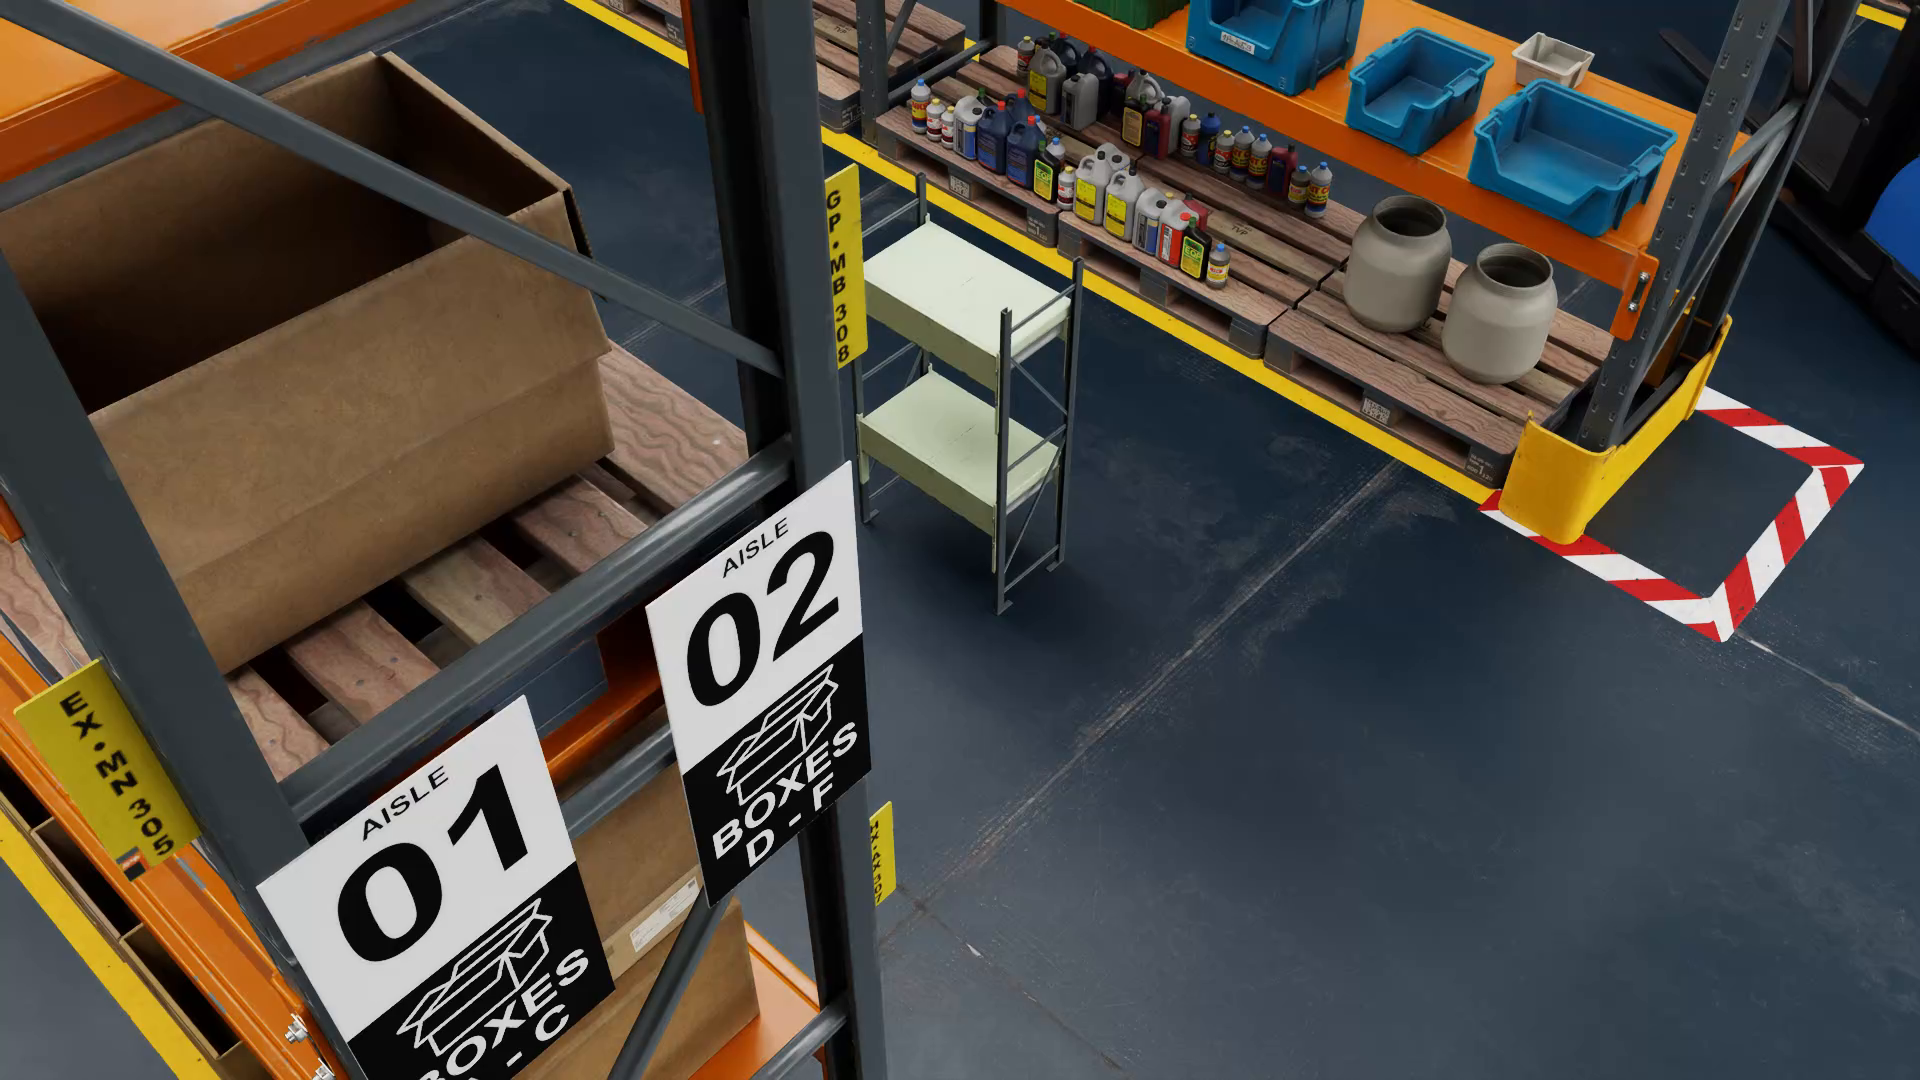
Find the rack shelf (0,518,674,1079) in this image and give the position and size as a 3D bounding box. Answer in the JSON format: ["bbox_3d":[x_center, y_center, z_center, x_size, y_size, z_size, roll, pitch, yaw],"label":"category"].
[{"bbox_3d":[-2.023,-0.491,3.589,4.000,0.370,1.077,34,55,28],"label":"rack shelf"}]

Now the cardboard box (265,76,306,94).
[{"bbox_3d":[-1.588,-0.942,3.066,0.500,0.500,0.500,34,55,28],"label":"cardboard box"}]

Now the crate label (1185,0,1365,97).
[{"bbox_3d":[1.273,-2.150,6.687,0.616,0.435,0.502,34,55,28],"label":"crate label"}]

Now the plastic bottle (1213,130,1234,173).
[{"bbox_3d":[1.290,-1.897,8.091,0.097,0.201,0.097,0,47,0],"label":"plastic bottle"}]

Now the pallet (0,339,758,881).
[{"bbox_3d":[-1.055,-0.081,2.772,1.213,0.211,1.003,34,55,28],"label":"pallet"}]

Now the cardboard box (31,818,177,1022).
[{"bbox_3d":[-2.261,0.979,4.857,0.500,0.500,0.500,34,55,28],"label":"cardboard box"}]

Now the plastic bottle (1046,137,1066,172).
[{"bbox_3d":[0.453,-1.800,7.952,0.097,0.271,0.097,0,47,0],"label":"plastic bottle"}]

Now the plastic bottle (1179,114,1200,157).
[{"bbox_3d":[1.139,-1.999,8.187,0.097,0.201,0.097,0,47,0],"label":"plastic bottle"}]

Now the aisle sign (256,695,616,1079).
[{"bbox_3d":[-0.704,0.579,2.366,0.004,0.787,0.394,34,55,28],"label":"aisle sign"}]

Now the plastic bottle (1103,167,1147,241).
[{"bbox_3d":[0.769,-1.578,7.689,0.144,0.351,0.185,-36,56,-29],"label":"plastic bottle"}]

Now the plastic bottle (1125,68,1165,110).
[{"bbox_3d":[0.917,-2.176,8.251,0.185,0.351,0.144,34,55,27],"label":"plastic bottle"}]

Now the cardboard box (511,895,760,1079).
[{"bbox_3d":[-0.888,1.007,3.679,0.500,0.500,0.700,34,55,28],"label":"cardboard box"}]

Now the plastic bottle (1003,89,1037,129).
[{"bbox_3d":[0.279,-2.051,8.133,0.185,0.351,0.144,34,55,28],"label":"plastic bottle"}]

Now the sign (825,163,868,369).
[{"bbox_3d":[-0.172,-0.369,2.327,0.005,0.325,0.100,34,55,28],"label":"sign"}]

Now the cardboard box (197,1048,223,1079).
[{"bbox_3d":[-1.892,1.482,4.899,0.500,0.250,0.500,34,55,28],"label":"cardboard box"}]

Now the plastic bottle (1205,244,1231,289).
[{"bbox_3d":[1.162,-1.239,7.474,0.097,0.201,0.097,0,47,0],"label":"plastic bottle"}]

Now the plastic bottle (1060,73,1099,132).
[{"bbox_3d":[0.597,-2.218,8.342,0.135,0.276,0.152,34,55,28],"label":"plastic bottle"}]

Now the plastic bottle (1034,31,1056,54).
[{"bbox_3d":[0.447,-2.511,8.611,0.061,0.283,0.133,-36,56,-29],"label":"plastic bottle"}]

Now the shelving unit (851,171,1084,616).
[{"bbox_3d":[0.005,-0.510,6.200,0.755,1.500,0.431,34,55,28],"label":"shelving unit"}]

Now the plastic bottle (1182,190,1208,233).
[{"bbox_3d":[1.067,-1.464,7.628,0.133,0.283,0.061,34,55,28],"label":"plastic bottle"}]

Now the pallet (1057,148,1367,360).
[{"bbox_3d":[1.236,-1.439,7.956,1.213,0.211,1.003,34,55,28],"label":"pallet"}]

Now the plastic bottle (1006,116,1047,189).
[{"bbox_3d":[0.320,-1.880,7.973,0.185,0.351,0.144,32,54,26],"label":"plastic bottle"}]

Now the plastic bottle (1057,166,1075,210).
[{"bbox_3d":[0.512,-1.676,7.884,0.097,0.201,0.097,0,47,0],"label":"plastic bottle"}]

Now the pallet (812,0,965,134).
[{"bbox_3d":[-0.734,-2.764,9.200,1.213,0.211,1.003,34,55,28],"label":"pallet"}]

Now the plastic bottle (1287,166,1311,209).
[{"bbox_3d":[1.612,-1.680,7.888,0.097,0.201,0.097,0,47,0],"label":"plastic bottle"}]

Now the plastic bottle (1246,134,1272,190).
[{"bbox_3d":[1.436,-1.823,7.974,0.097,0.271,0.097,0,47,0],"label":"plastic bottle"}]

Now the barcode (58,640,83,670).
[{"bbox_3d":[-1.102,0.162,2.084,0.075,0.075,0.001,34,55,28],"label":"barcode"}]

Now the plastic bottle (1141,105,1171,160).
[{"bbox_3d":[0.962,-2.013,8.144,0.133,0.283,0.061,34,55,28],"label":"plastic bottle"}]

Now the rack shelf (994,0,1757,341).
[{"bbox_3d":[1.339,-2.116,7.172,4.000,0.370,1.077,34,55,28],"label":"rack shelf"}]

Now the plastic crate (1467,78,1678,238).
[{"bbox_3d":[2.238,-1.409,6.118,0.616,0.251,0.499,34,55,28],"label":"plastic crate"}]

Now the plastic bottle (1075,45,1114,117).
[{"bbox_3d":[0.679,-2.336,8.401,0.185,0.351,0.144,31,54,26],"label":"plastic bottle"}]

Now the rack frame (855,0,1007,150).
[{"bbox_3d":[-0.130,-3.351,7.839,0.127,3.000,1.000,34,55,28],"label":"rack frame"}]

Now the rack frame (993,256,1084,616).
[{"bbox_3d":[0.274,-0.329,6.030,0.023,1.500,0.400,34,55,28],"label":"rack frame"}]

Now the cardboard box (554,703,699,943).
[{"bbox_3d":[-0.927,0.536,3.230,0.500,0.500,0.700,34,55,28],"label":"cardboard box"}]

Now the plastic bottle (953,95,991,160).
[{"bbox_3d":[0.063,-2.032,8.166,0.135,0.276,0.152,36,56,29],"label":"plastic bottle"}]

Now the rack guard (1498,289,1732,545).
[{"bbox_3d":[2.721,-0.530,6.905,0.348,0.500,1.175,34,55,28],"label":"rack guard"}]

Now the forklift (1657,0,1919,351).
[{"bbox_3d":[4.533,-2.640,7.218,1.130,2.935,3.031,-12,48,-11],"label":"forklift"}]

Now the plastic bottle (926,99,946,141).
[{"bbox_3d":[-0.119,-2.101,8.283,0.097,0.201,0.097,0,47,0],"label":"plastic bottle"}]

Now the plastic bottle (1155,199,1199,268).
[{"bbox_3d":[0.995,-1.404,7.577,0.135,0.276,0.152,34,56,28],"label":"plastic bottle"}]

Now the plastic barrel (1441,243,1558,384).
[{"bbox_3d":[2.274,-0.950,7.003,0.421,0.512,0.421,0,47,0],"label":"plastic barrel"}]

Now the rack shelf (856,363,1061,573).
[{"bbox_3d":[0.005,-0.287,6.438,0.720,0.370,0.431,34,55,28],"label":"rack shelf"}]

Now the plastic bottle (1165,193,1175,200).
[{"bbox_3d":[0.964,-1.523,7.740,0.097,0.201,0.097,0,47,0],"label":"plastic bottle"}]

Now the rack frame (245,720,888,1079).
[{"bbox_3d":[-0.553,1.279,3.492,0.127,3.000,1.000,34,55,28],"label":"rack frame"}]

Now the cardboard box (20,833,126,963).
[{"bbox_3d":[-2.630,0.990,5.361,0.500,0.250,0.500,34,55,28],"label":"cardboard box"}]
